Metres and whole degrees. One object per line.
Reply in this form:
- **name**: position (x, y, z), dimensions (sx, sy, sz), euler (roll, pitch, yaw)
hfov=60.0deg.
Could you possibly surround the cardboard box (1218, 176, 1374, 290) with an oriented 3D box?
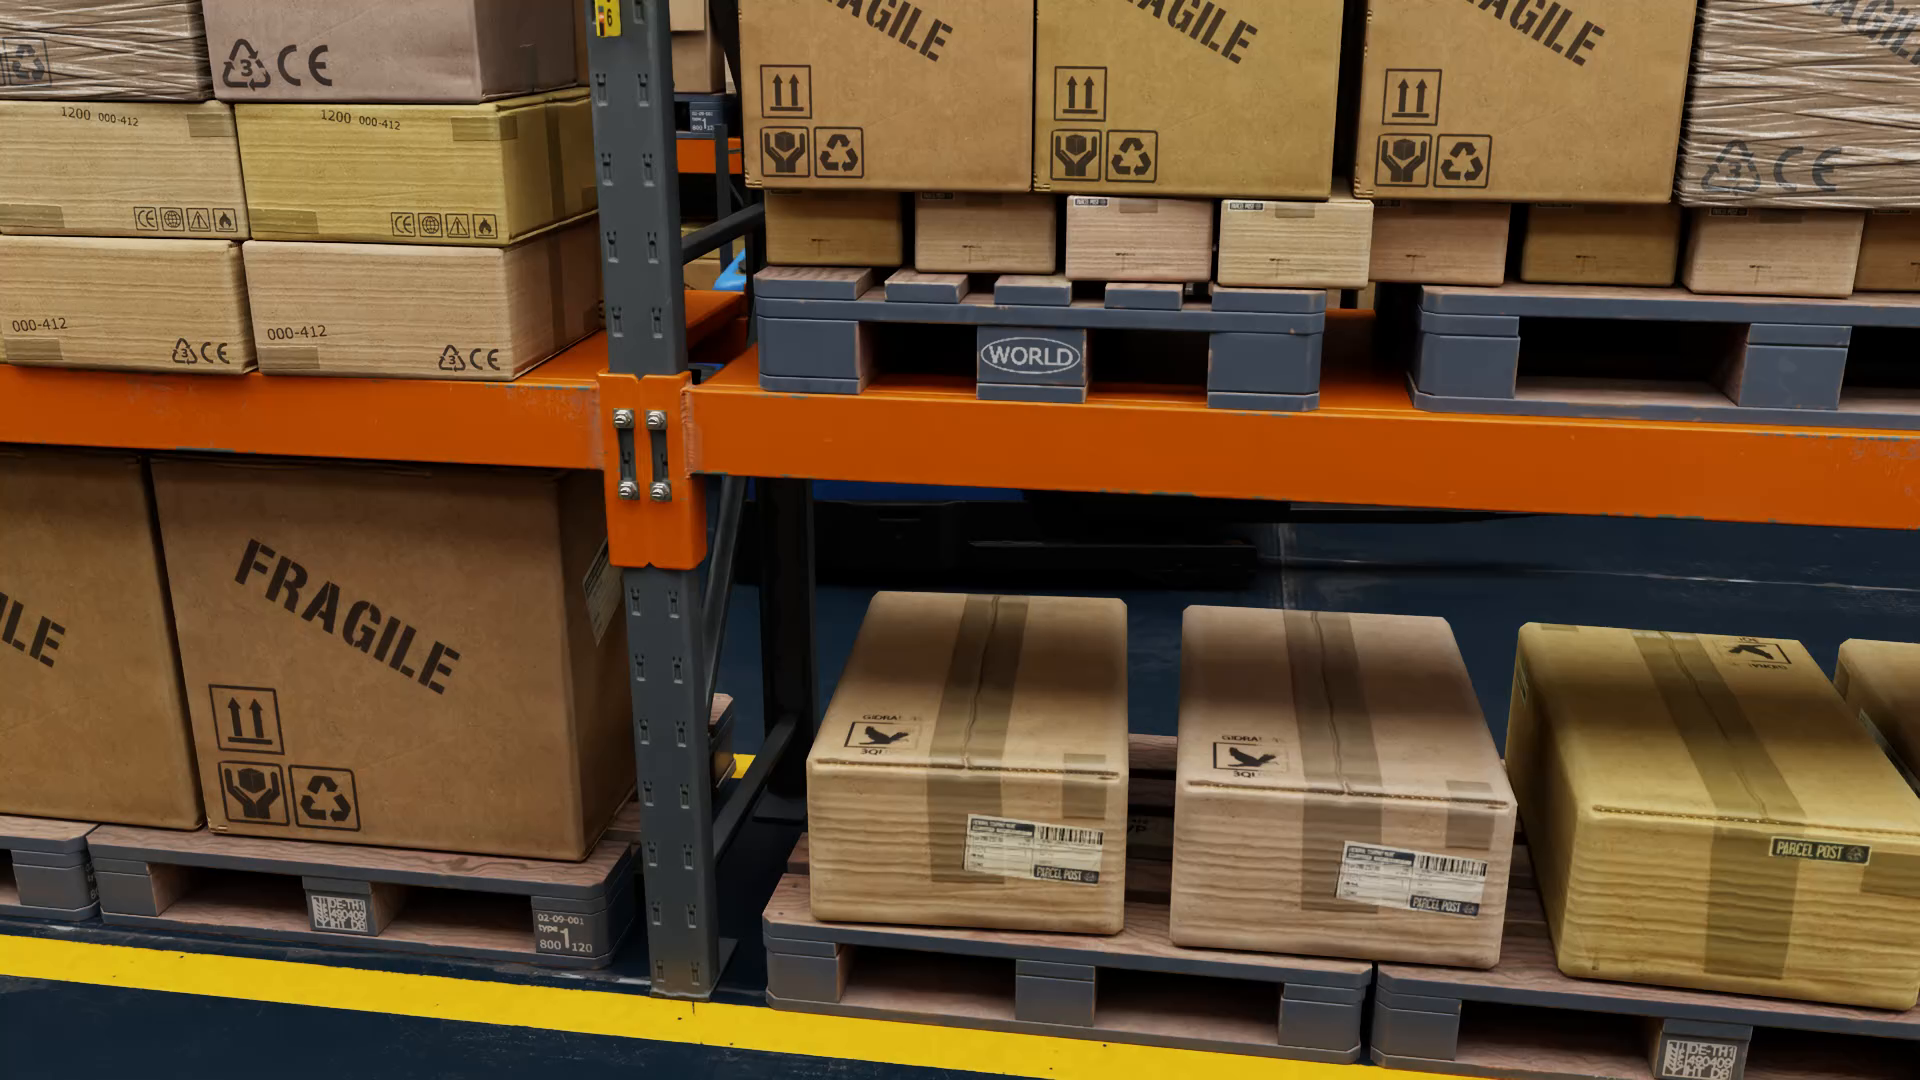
- **cardboard box**: position (0.593, -0.556, 2.972), dimensions (0.250, 0.149, 0.380), euler (3, 19, 9)

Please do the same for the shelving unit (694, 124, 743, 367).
- **shelving unit**: position (-1.202, -0.995, 6.914), dimensions (1.048, 1.500, 0.538), euler (12, 22, 31)

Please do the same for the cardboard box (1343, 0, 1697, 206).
- **cardboard box**: position (0.946, -0.868, 2.881), dimensions (0.500, 0.500, 0.500), euler (3, 19, 10)

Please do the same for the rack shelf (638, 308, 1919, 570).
- **rack shelf**: position (1.472, -0.182, 3.254), dimensions (4.000, 0.370, 1.077), euler (3, 19, 9)

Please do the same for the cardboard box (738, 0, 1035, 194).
- **cardboard box**: position (-0.095, -0.916, 3.026), dimensions (0.500, 0.500, 0.500), euler (2, 19, 7)

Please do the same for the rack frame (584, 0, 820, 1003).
- **rack frame**: position (-0.503, -0.624, 3.440), dimensions (0.127, 3.000, 1.000), euler (3, 19, 9)

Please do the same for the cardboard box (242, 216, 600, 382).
- **cardboard box**: position (-1.043, -0.497, 3.297), dimensions (0.500, 0.250, 0.500), euler (2, 19, 7)

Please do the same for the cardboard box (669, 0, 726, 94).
- **cardboard box**: position (-1.360, -2.451, 8.078), dimensions (0.637, 0.503, 0.797), euler (2, 19, 7)

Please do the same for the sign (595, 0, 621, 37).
- **sign**: position (-0.588, -0.999, 2.736), dimensions (0.005, 0.325, 0.100), euler (3, 19, 9)

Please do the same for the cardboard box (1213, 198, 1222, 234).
- **cardboard box**: position (0.637, -0.756, 3.571), dimensions (0.250, 0.149, 0.380), euler (2, 19, 6)

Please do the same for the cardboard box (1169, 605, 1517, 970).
- **cardboard box**: position (0.783, 0.489, 3.593), dimensions (0.625, 0.372, 0.950), euler (3, 19, 8)

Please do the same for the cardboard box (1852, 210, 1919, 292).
- **cardboard box**: position (1.646, -0.543, 2.934), dimensions (0.250, 0.149, 0.380), euler (2, 19, 7)

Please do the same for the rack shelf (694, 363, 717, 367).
- **rack shelf**: position (-1.202, -0.825, 6.971), dimensions (1.000, 0.185, 0.538), euler (12, 22, 31)

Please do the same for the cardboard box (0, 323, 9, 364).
- **cardboard box**: position (-2.045, -0.548, 3.450), dimensions (0.500, 0.250, 0.500), euler (3, 19, 8)

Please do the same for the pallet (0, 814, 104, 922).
- **pallet**: position (-2.470, 0.573, 4.258), dimensions (1.213, 0.211, 1.003), euler (3, 19, 9)

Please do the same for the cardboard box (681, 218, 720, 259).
- **cardboard box**: position (-1.274, -1.517, 8.365), dimensions (0.250, 0.149, 0.380), euler (3, 19, 8)

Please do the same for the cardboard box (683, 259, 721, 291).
- **cardboard box**: position (-1.180, -1.201, 8.442), dimensions (0.500, 0.500, 0.500), euler (4, 19, 11)

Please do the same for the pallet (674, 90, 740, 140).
- **pallet**: position (-1.640, -2.185, 8.407), dimensions (1.213, 0.211, 1.003), euler (3, 19, 9)

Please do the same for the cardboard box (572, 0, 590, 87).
- **cardboard box**: position (-0.951, -1.247, 3.569), dimensions (0.500, 0.500, 0.500), euler (2, 19, 7)

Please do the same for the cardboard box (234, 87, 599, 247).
- **cardboard box**: position (-1.021, -0.735, 3.220), dimensions (0.500, 0.250, 0.500), euler (3, 19, 8)

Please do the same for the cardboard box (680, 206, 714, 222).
- **cardboard box**: position (-1.470, -1.673, 8.830), dimensions (0.250, 0.149, 0.380), euler (3, 19, 9)

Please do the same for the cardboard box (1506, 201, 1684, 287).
- **cardboard box**: position (1.129, -0.566, 3.002), dimensions (0.250, 0.149, 0.380), euler (4, 19, 11)

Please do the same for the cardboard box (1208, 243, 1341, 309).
- **cardboard box**: position (1.541, -1.186, 8.201), dimensions (0.625, 0.625, 0.875), euler (4, 19, 10)

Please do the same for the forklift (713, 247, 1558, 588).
- **forklift**: position (0.674, -1.392, 5.845), dimensions (3.031, 2.935, 1.130), euler (0, 19, 0)

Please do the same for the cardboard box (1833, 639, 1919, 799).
- **cardboard box**: position (2.218, 0.564, 3.371), dimensions (0.625, 0.372, 0.950), euler (4, 19, 12)

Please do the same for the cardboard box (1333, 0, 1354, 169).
- **cardboard box**: position (1.001, -1.028, 3.360), dimensions (0.500, 0.500, 0.500), euler (2, 19, 5)

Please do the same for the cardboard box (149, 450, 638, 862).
- **cardboard box**: position (-1.172, 0.124, 3.893), dimensions (0.875, 0.875, 0.875), euler (3, 19, 8)

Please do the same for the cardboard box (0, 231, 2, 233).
- **cardboard box**: position (-2.037, -0.779, 3.351), dimensions (0.500, 0.250, 0.500), euler (2, 19, 7)

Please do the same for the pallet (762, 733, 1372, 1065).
- **pallet**: position (0.268, 0.738, 3.764), dimensions (1.213, 0.211, 1.003), euler (3, 19, 9)

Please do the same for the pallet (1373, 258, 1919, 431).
- **pallet**: position (1.458, -0.446, 3.211), dimensions (1.213, 0.211, 1.003), euler (3, 19, 9)

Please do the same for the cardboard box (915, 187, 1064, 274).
- **cardboard box**: position (0.062, -0.605, 3.117), dimensions (0.250, 0.149, 0.380), euler (2, 19, 5)

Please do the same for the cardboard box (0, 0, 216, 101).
- **cardboard box**: position (-1.563, -1.113, 3.168), dimensions (0.500, 0.500, 0.500), euler (3, 19, 10)
